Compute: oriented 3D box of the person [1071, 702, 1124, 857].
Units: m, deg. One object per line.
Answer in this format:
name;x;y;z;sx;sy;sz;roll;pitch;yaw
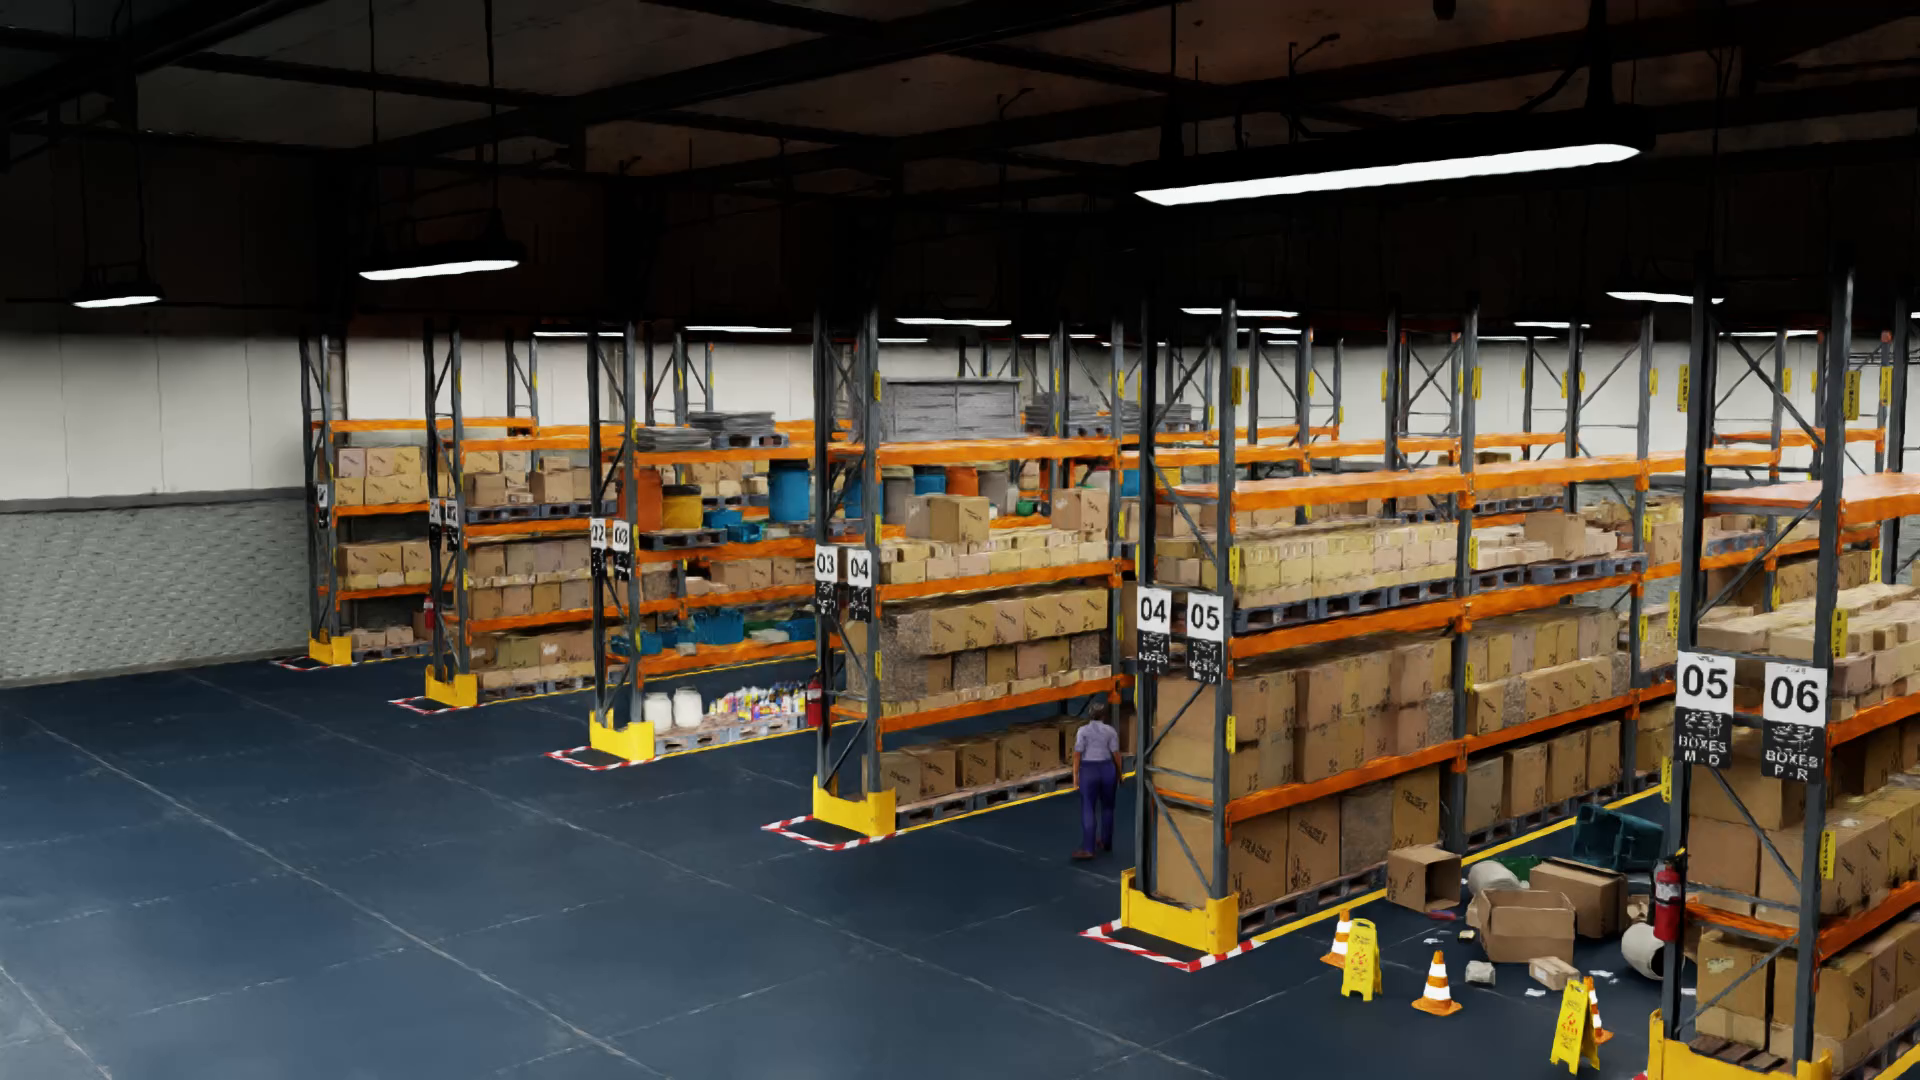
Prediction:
person;1.458;2.538;17.843;0.592;1.642;0.521;-1;6;-13
